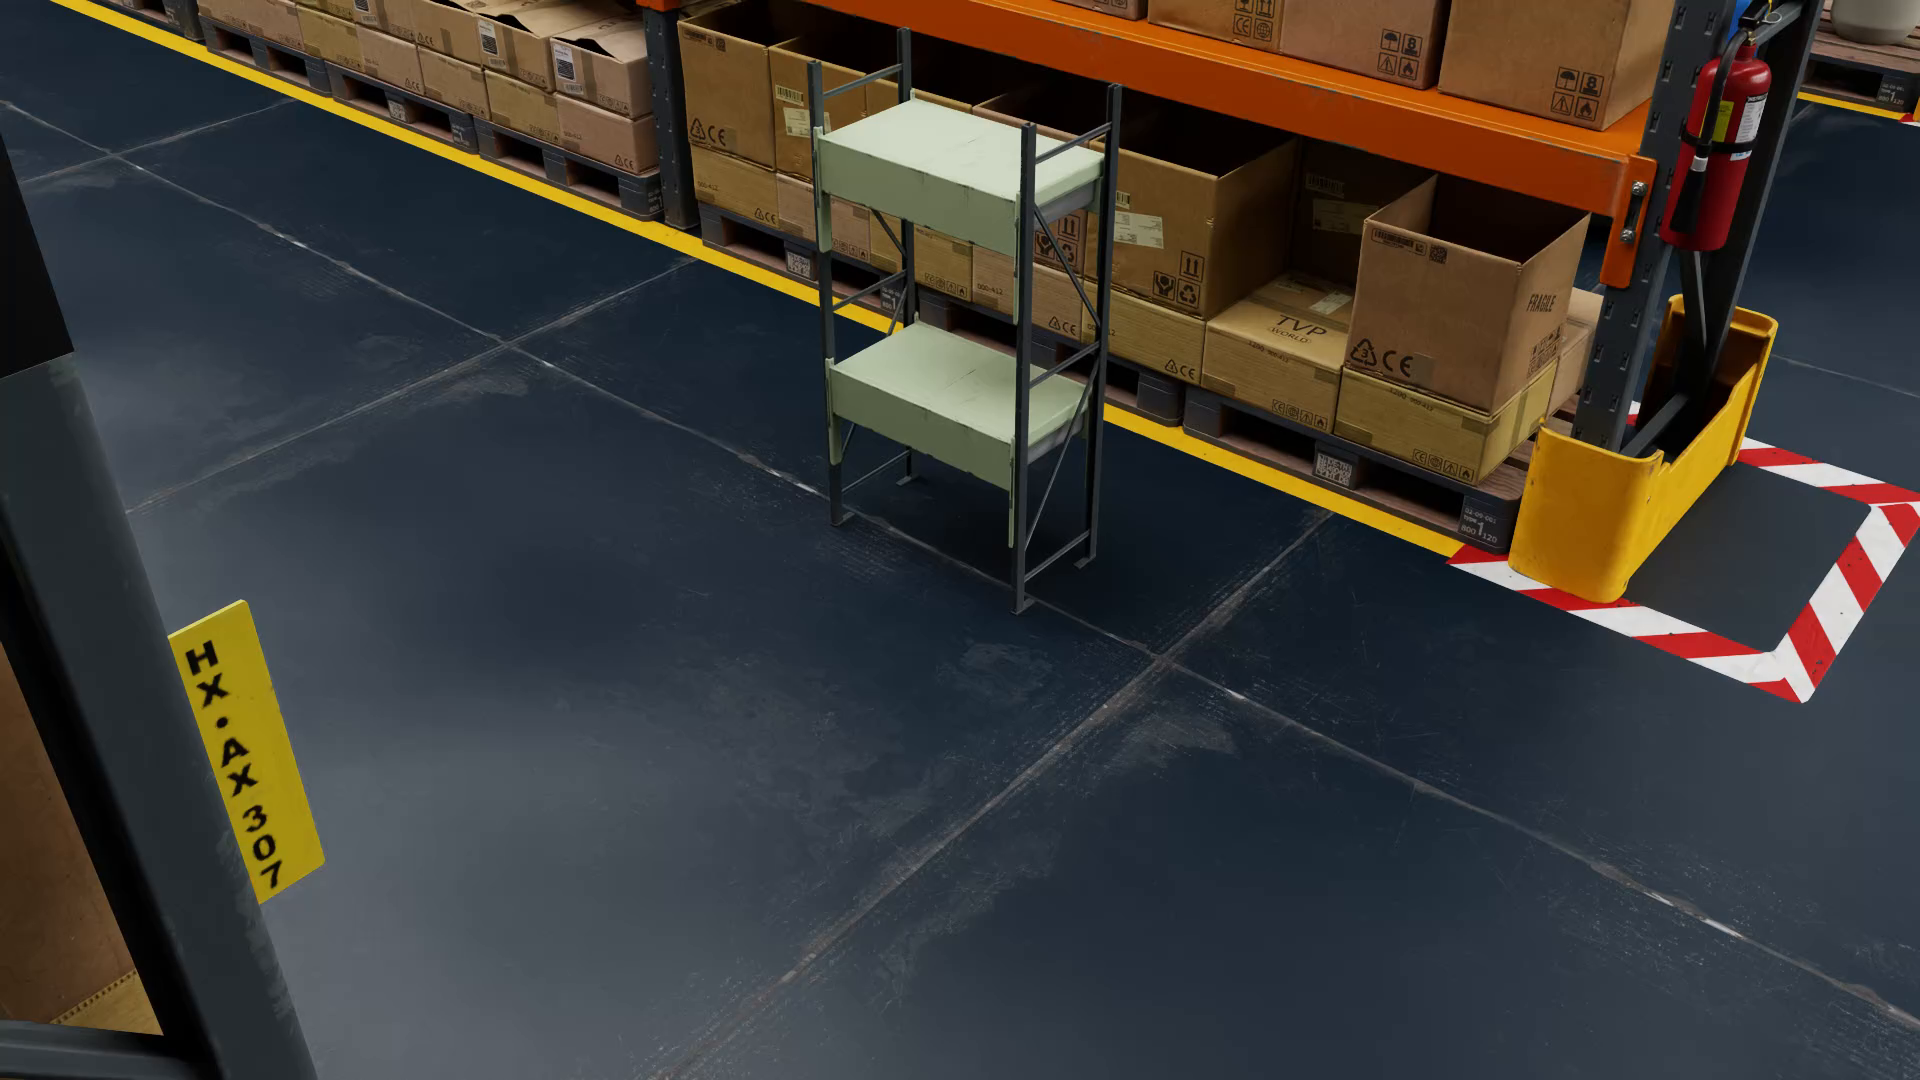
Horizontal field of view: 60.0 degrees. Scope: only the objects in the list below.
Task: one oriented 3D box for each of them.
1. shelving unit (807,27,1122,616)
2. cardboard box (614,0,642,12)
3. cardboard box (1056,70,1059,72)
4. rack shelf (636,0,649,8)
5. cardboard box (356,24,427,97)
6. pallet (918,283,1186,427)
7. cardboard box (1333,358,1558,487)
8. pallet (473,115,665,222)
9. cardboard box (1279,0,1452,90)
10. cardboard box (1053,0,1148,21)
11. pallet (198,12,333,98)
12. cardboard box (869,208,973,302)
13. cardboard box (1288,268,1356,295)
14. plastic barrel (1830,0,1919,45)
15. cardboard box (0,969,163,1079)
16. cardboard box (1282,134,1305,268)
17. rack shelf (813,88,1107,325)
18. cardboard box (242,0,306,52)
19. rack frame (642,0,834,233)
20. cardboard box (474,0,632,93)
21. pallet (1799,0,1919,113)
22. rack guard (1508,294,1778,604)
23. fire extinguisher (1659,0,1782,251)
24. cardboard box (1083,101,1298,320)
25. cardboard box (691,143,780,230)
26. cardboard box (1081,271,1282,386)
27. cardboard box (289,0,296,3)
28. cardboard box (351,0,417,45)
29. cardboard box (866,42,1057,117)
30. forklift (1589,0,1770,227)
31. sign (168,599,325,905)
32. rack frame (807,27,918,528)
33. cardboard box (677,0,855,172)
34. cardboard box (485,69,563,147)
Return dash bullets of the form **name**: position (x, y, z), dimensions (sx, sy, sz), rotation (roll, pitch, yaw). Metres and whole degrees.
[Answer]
- **shelving unit**: position (0.005, -0.616, 4.822), dimensions (0.755, 1.500, 0.431), rotation (25, 42, 32)
- **cardboard box**: position (-1.459, -2.517, 7.828), dimensions (0.500, 0.311, 0.500), rotation (25, 42, 31)
- **cardboard box**: position (0.340, -1.715, 6.493), dimensions (0.500, 0.500, 0.500), rotation (25, 42, 32)
- **rack shelf**: position (-2.456, -3.232, 7.943), dimensions (4.000, 0.370, 1.077), rotation (25, 42, 32)
- **cardboard box**: position (-2.595, -2.422, 8.185), dimensions (0.500, 0.250, 0.500), rotation (26, 42, 33)
- **pallet**: position (0.607, -0.907, 6.384), dimensions (1.213, 0.211, 1.003), rotation (25, 42, 32)
- **cardboard box**: position (1.554, -0.461, 5.330), dimensions (0.500, 0.250, 0.500), rotation (25, 42, 32)
- **pallet**: position (-1.511, -1.905, 7.837), dimensions (1.213, 0.211, 1.003), rotation (25, 42, 32)
- **cardboard box**: position (1.397, -1.760, 5.074), dimensions (0.500, 0.500, 0.700), rotation (26, 42, 33)
- **cardboard box**: position (0.613, -2.131, 5.615), dimensions (0.500, 0.500, 0.700), rotation (27, 43, 33)
- **pallet**: position (-3.386, -2.789, 9.124), dimensions (1.213, 0.211, 1.003), rotation (25, 42, 32)
- **cardboard box**: position (0.005, -1.178, 6.373), dimensions (0.500, 0.250, 0.500), rotation (25, 42, 32)
- **cardboard box**: position (1.498, -0.866, 5.919), dimensions (0.500, 0.250, 0.500), rotation (25, 42, 32)
- **plastic barrel**: position (4.772, -2.862, 8.595), dimensions (0.421, 0.512, 0.421), rotation (0, 34, 0)
- **cardboard box**: position (-1.184, 0.540, 1.929), dimensions (0.500, 0.250, 0.500), rotation (24, 41, 31)
- **cardboard box**: position (1.107, -1.351, 5.963), dimensions (0.500, 0.500, 0.500), rotation (25, 42, 32)
- **rack shelf**: position (0.005, -0.938, 4.601), dimensions (0.720, 0.370, 0.431), rotation (25, 42, 32)
- **cardboard box**: position (-3.392, -2.794, 8.726), dimensions (0.500, 0.250, 0.500), rotation (24, 41, 31)
- **rack frame**: position (-0.919, -2.805, 6.684), dimensions (0.127, 3.000, 1.000), rotation (25, 42, 32)
- **cardboard box**: position (-1.818, -2.283, 7.487), dimensions (0.500, 0.311, 0.500), rotation (27, 42, 33)
- **pallet**: position (4.617, -2.664, 8.942), dimensions (1.213, 0.211, 1.003), rotation (25, 42, 32)
- **rack guard**: position (2.173, -0.317, 5.269), dimensions (0.348, 0.500, 1.175), rotation (25, 42, 32)
- **fire extinguisher**: position (1.948, -1.079, 4.240), dimensions (0.183, 0.674, 0.296), rotation (25, 42, 32)
- **cardboard box**: position (0.774, -1.125, 5.634), dimensions (0.500, 0.500, 0.500), rotation (25, 42, 32)
- **cardboard box**: position (-0.757, -1.544, 6.907), dimensions (0.500, 0.250, 0.500), rotation (25, 42, 32)
- **cardboard box**: position (0.776, -0.817, 5.848), dimensions (0.500, 0.250, 0.500), rotation (25, 42, 32)
- **cardboard box**: position (-3.370, -3.020, 8.561), dimensions (0.500, 0.311, 0.500), rotation (24, 41, 31)
- **cardboard box**: position (-2.584, -2.648, 8.019), dimensions (0.500, 0.311, 0.500), rotation (25, 41, 31)
- **cardboard box**: position (0.005, -1.487, 6.161), dimensions (0.500, 0.500, 0.500), rotation (25, 42, 32)
- **forklift**: position (3.155, -3.303, 7.471), dimensions (1.130, 2.935, 3.031), rotation (8, 35, 12)
- **sign**: position (-0.665, 0.208, 1.533), dimensions (0.005, 0.325, 0.100), rotation (25, 42, 32)
- **rack frame**: position (-0.276, -0.748, 5.015), dimensions (0.023, 1.500, 0.400), rotation (25, 42, 32)
- **cardboard box**: position (-0.763, -1.849, 6.688), dimensions (0.500, 0.500, 0.500), rotation (25, 42, 32)
- **cardboard box**: position (-1.811, -2.052, 7.647), dimensions (0.500, 0.250, 0.500), rotation (25, 41, 31)
